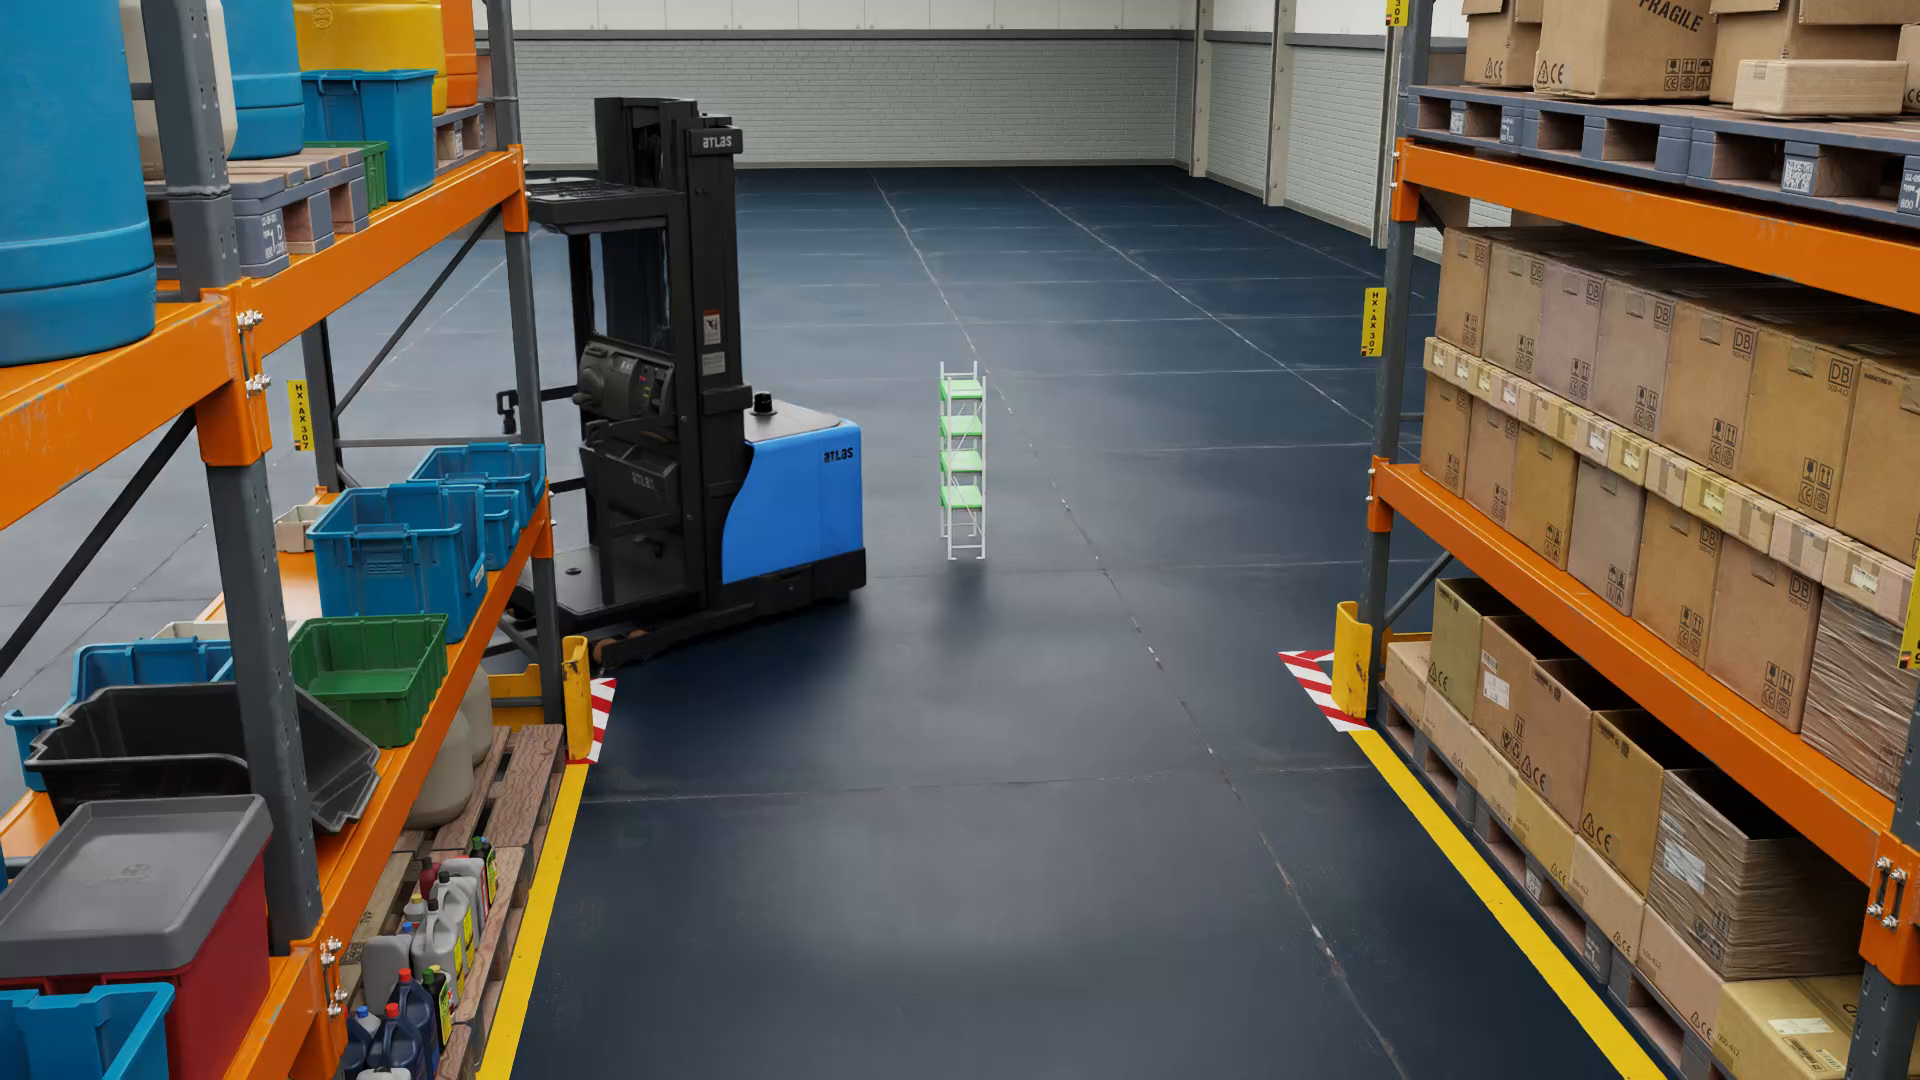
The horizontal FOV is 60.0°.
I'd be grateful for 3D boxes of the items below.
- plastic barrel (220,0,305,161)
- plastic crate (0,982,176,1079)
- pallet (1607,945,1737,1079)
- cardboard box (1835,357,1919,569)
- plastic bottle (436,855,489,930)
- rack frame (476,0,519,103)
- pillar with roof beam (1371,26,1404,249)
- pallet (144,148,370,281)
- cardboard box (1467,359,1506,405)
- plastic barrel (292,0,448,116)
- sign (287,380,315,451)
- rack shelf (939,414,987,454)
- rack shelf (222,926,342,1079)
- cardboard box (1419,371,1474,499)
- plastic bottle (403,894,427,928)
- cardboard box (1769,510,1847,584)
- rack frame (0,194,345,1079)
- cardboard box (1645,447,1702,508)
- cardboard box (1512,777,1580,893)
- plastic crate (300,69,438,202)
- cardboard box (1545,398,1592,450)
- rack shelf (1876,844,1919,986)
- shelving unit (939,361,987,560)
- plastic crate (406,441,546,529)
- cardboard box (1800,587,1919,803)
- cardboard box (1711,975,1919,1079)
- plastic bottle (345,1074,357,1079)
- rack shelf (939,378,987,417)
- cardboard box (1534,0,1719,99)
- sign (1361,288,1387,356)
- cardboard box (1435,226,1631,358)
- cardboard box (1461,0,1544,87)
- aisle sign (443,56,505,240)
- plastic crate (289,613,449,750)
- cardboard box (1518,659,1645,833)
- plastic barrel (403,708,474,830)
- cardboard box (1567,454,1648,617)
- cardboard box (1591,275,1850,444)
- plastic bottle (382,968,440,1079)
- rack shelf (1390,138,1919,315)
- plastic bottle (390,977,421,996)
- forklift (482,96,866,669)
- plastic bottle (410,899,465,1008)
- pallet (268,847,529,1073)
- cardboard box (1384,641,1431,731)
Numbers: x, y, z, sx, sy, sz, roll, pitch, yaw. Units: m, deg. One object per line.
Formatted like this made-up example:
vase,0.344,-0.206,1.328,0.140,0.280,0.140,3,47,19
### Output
plastic barrel,-1.998,-1.424,4.158,0.600,0.901,0.708,-2,18,-6
plastic crate,-1.578,1.074,2.777,0.392,0.384,0.575,-2,18,-6
pallet,2.885,1.687,5.451,1.003,0.211,1.213,-2,18,-6
cardboard box,2.874,-0.204,4.485,0.700,0.500,0.500,-2,18,-5
plastic bottle,-1.790,1.254,5.987,0.152,0.276,0.135,-2,18,-5
rack frame,-2.414,-3.307,6.688,1.000,3.000,0.127,-2,18,-6
pillar with roof beam,2.234,-8.661,23.742,9.100,9.000,0.400,-2,18,-6
pallet,-2.173,-0.806,4.044,1.213,0.211,1.003,-2,18,-6
cardboard box,2.394,-0.677,7.077,0.380,0.149,0.250,-2,18,-5
plastic barrel,-2.170,-1.830,5.977,0.600,0.588,0.600,0,17,0
sign,-2.962,-0.561,7.495,0.100,0.325,0.005,-2,18,-6
rack shelf,0.017,-0.691,10.788,0.258,0.148,0.480,-2,18,-6
rack shelf,-1.795,1.686,2.000,1.077,0.370,4.000,-2,18,-6
cardboard box,2.549,-0.505,7.611,0.700,0.500,0.500,-2,18,-6
plastic bottle,-1.898,1.341,5.836,0.097,0.201,0.097,0,17,0
cardboard box,2.632,0.012,4.882,0.380,0.149,0.250,-2,18,-7
rack frame,-2.002,0.747,3.790,1.000,3.000,0.127,-2,18,-6
cardboard box,2.555,-0.215,5.604,0.380,0.149,0.250,-1,17,-4
cardboard box,2.500,1.128,6.465,0.500,0.250,0.500,-2,18,-6
plastic crate,-1.918,-1.310,5.359,0.392,0.384,0.575,-2,18,-6
cardboard box,2.474,-0.447,6.343,0.380,0.149,0.250,-2,18,-6
rack shelf,3.132,1.534,2.484,1.077,0.370,4.000,-2,18,-6
shelving unit,0.017,-0.523,10.840,0.258,1.200,0.503,-2,18,-6
plastic crate,-2.065,-0.234,7.163,0.499,0.251,0.616,-2,18,-6
cardboard box,2.874,0.415,4.680,0.700,0.500,0.500,-2,18,-7
cardboard box,2.660,1.575,5.042,0.500,0.250,0.500,-2,18,-6
plastic bottle,-1.765,1.632,4.770,0.061,0.283,0.133,-2,18,-6
rack shelf,0.017,-0.920,10.716,0.258,0.148,0.480,-2,18,-6
cardboard box,2.413,-1.840,5.919,0.500,0.500,0.500,-2,18,-6
sign,1.960,-1.032,7.880,0.100,0.325,0.005,-2,18,-6
cardboard box,2.554,-1.108,7.366,0.700,0.500,0.500,-2,18,-5
cardboard box,2.568,-2.173,6.976,0.797,0.503,0.637,-1,17,-2
aisle sign,-2.126,-1.716,7.294,0.394,0.787,0.004,-2,18,-6
plastic crate,-1.861,0.435,5.138,0.450,0.188,0.662,-2,18,-6
cardboard box,2.499,0.771,6.352,0.500,0.500,0.500,-2,18,-6
plastic barrel,-2.219,0.885,6.803,0.421,0.512,0.421,0,17,0
cardboard box,2.711,-0.044,6.142,0.700,0.500,0.500,-1,17,-4
cardboard box,2.718,-0.652,5.914,0.700,0.500,0.500,-2,18,-6
plastic bottle,-1.692,1.491,5.107,0.144,0.351,0.185,-3,18,-8
rack shelf,2.719,-1.089,5.831,1.077,0.370,4.000,-2,18,-6
plastic bottle,-1.744,1.486,5.255,0.097,0.271,0.097,0,17,0
forklift,-2.007,-0.877,9.079,3.031,2.935,1.130,-15,23,-39
plastic bottle,-1.735,1.365,5.511,0.144,0.351,0.185,-2,18,-6
pallet,-2.158,1.512,6.010,1.003,0.211,1.213,-2,18,-6
cardboard box,2.347,0.681,7.888,0.500,0.250,0.500,-2,18,-6
